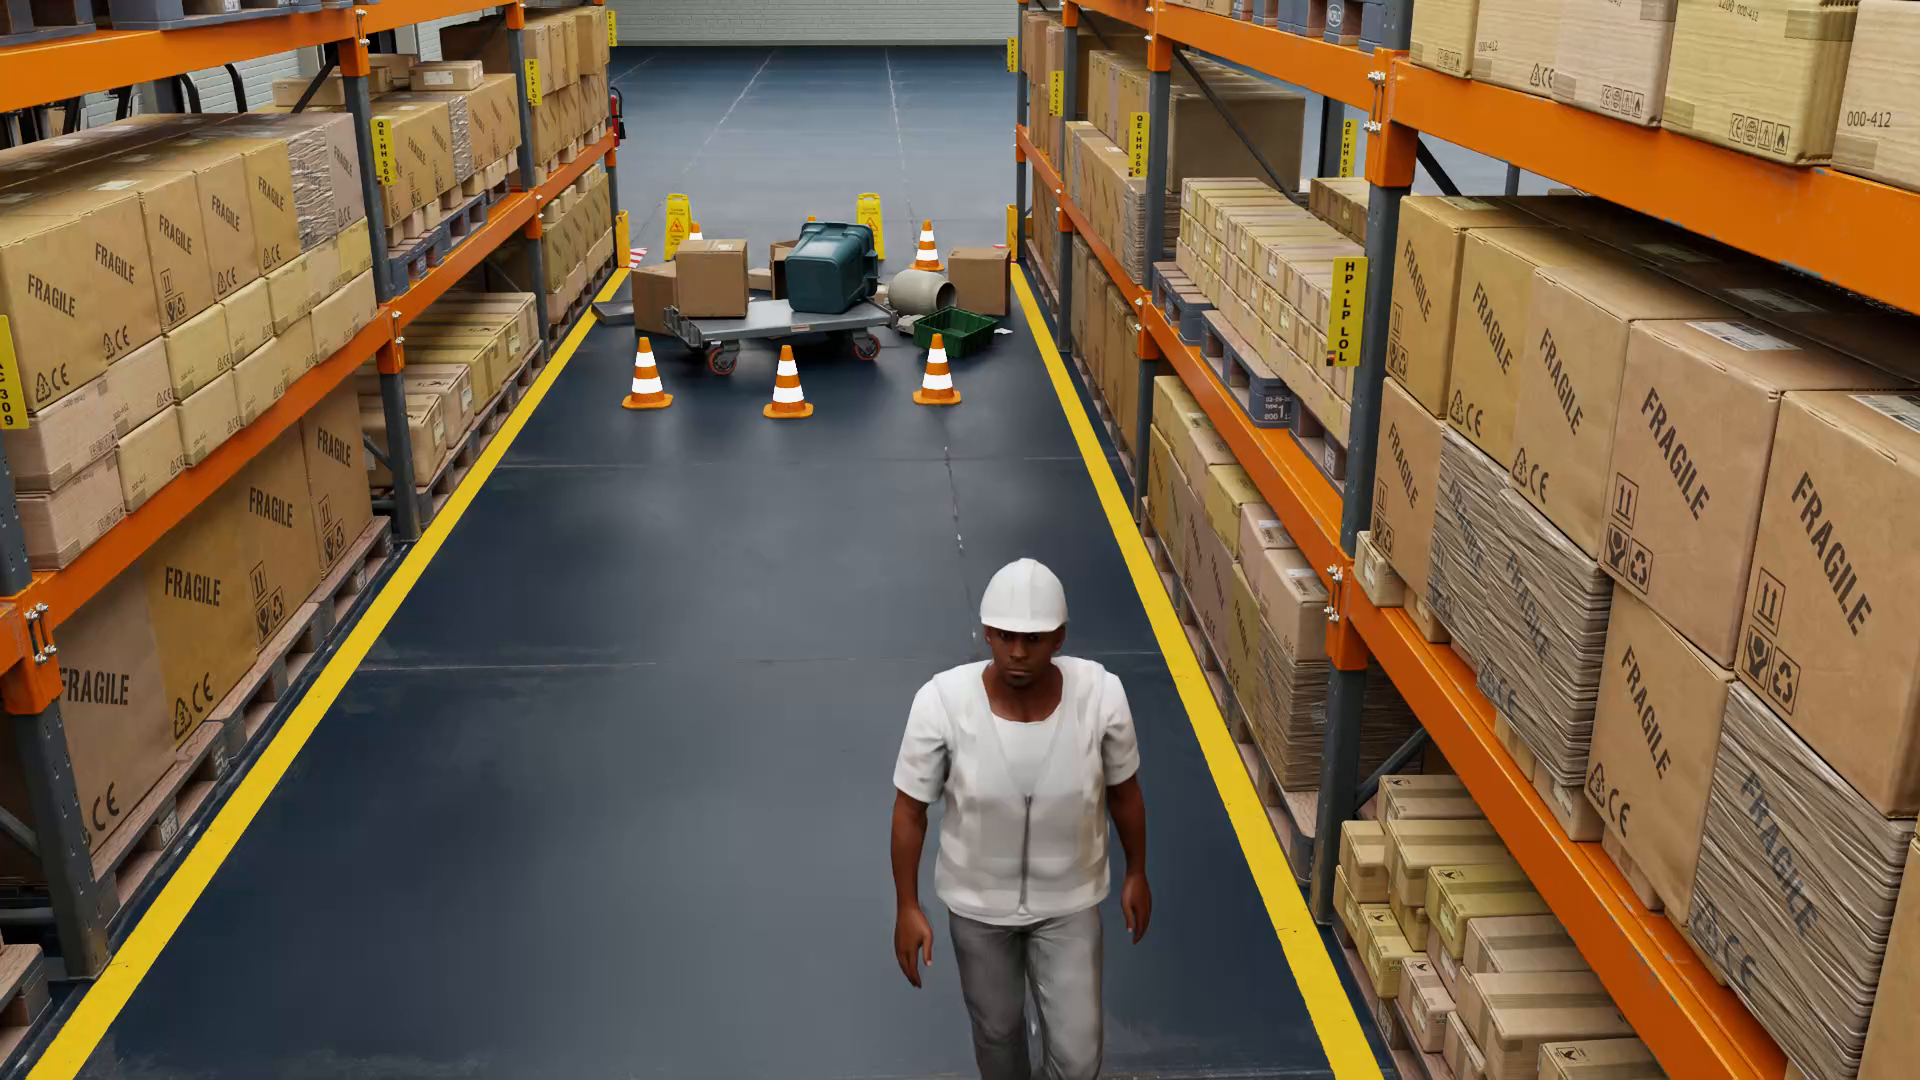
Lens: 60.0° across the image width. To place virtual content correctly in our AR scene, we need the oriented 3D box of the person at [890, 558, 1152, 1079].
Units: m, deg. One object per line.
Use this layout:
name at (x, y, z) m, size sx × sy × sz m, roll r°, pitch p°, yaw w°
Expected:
person at (0.158, 0.896, 4.115) m, size 0.653 × 1.800 × 0.549 m, roll 0°, pitch 20°, yaw 1°
